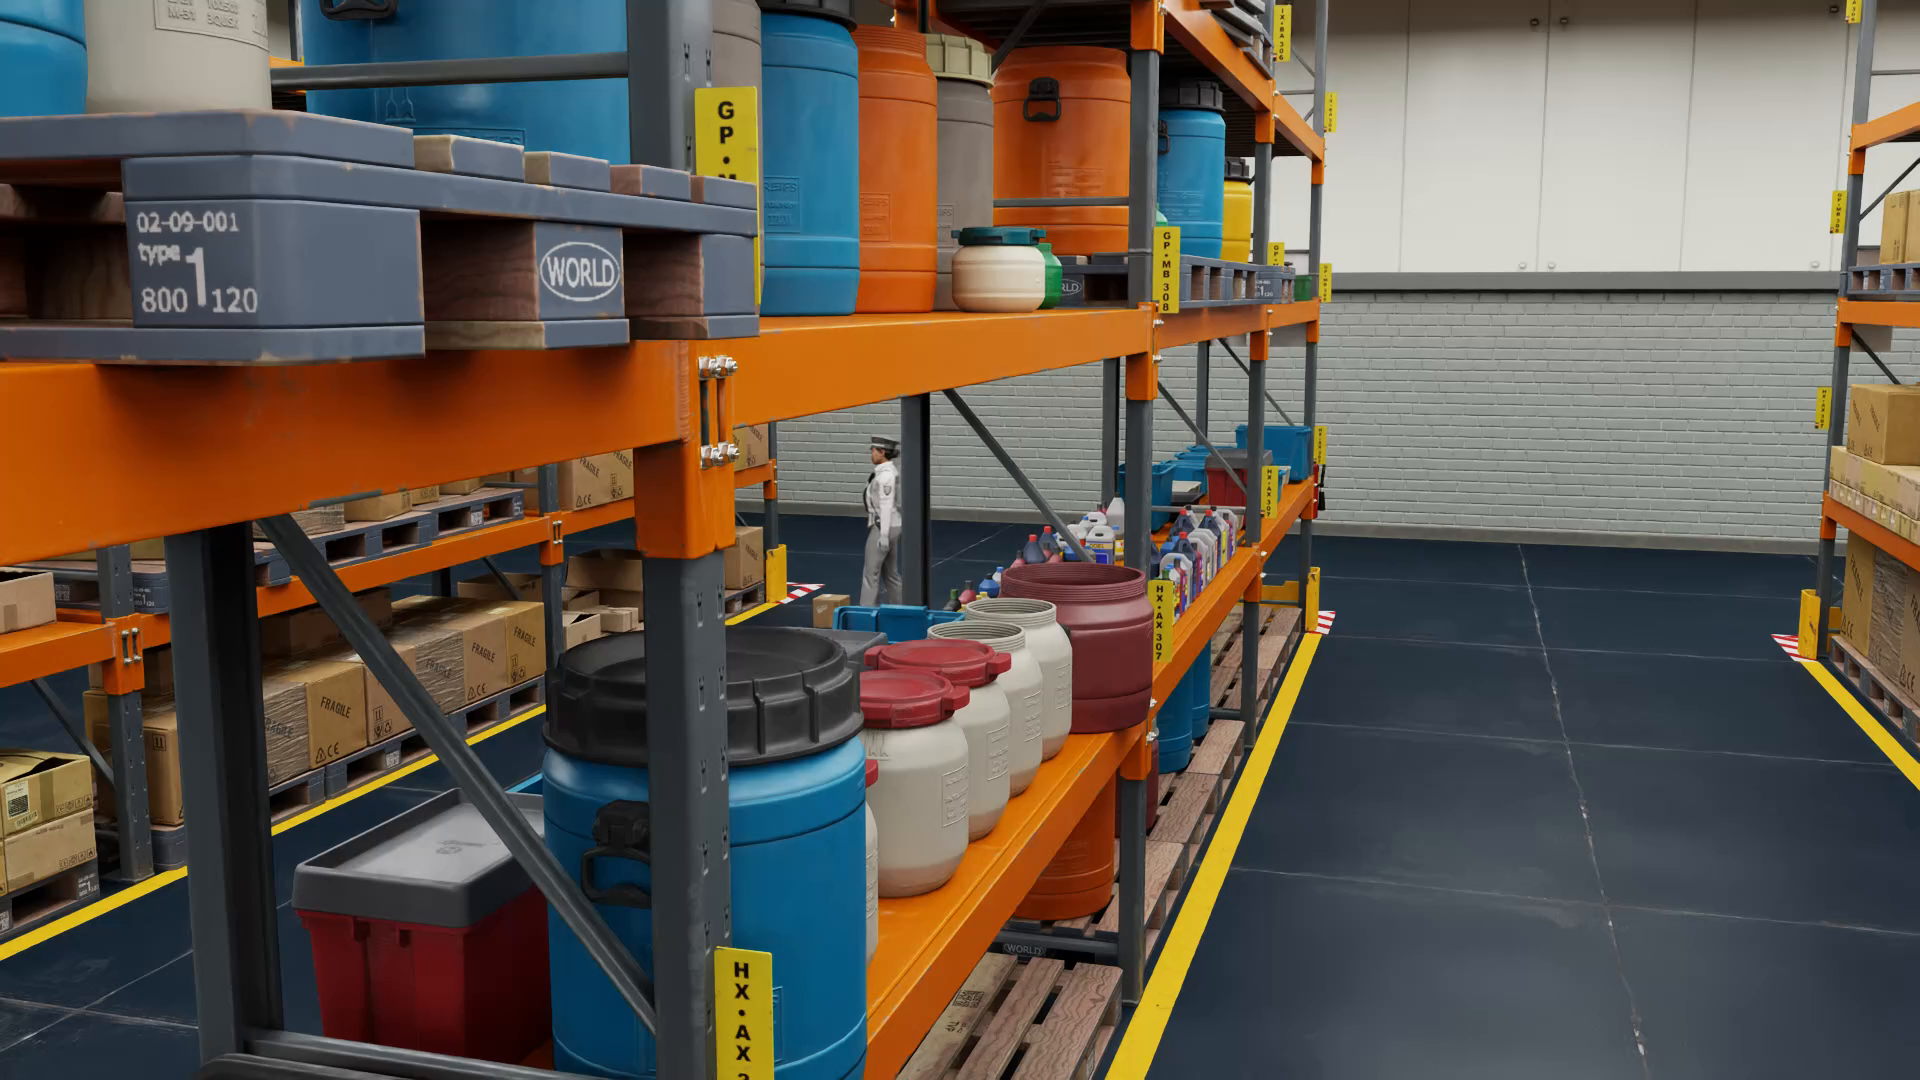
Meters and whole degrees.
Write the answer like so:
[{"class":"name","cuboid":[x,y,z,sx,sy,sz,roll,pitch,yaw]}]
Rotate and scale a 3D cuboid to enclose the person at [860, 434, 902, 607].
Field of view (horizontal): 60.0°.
[{"class":"person","cuboid":[-0.758,-0.066,14.204,0.589,1.671,0.502,0,8,2]}]
